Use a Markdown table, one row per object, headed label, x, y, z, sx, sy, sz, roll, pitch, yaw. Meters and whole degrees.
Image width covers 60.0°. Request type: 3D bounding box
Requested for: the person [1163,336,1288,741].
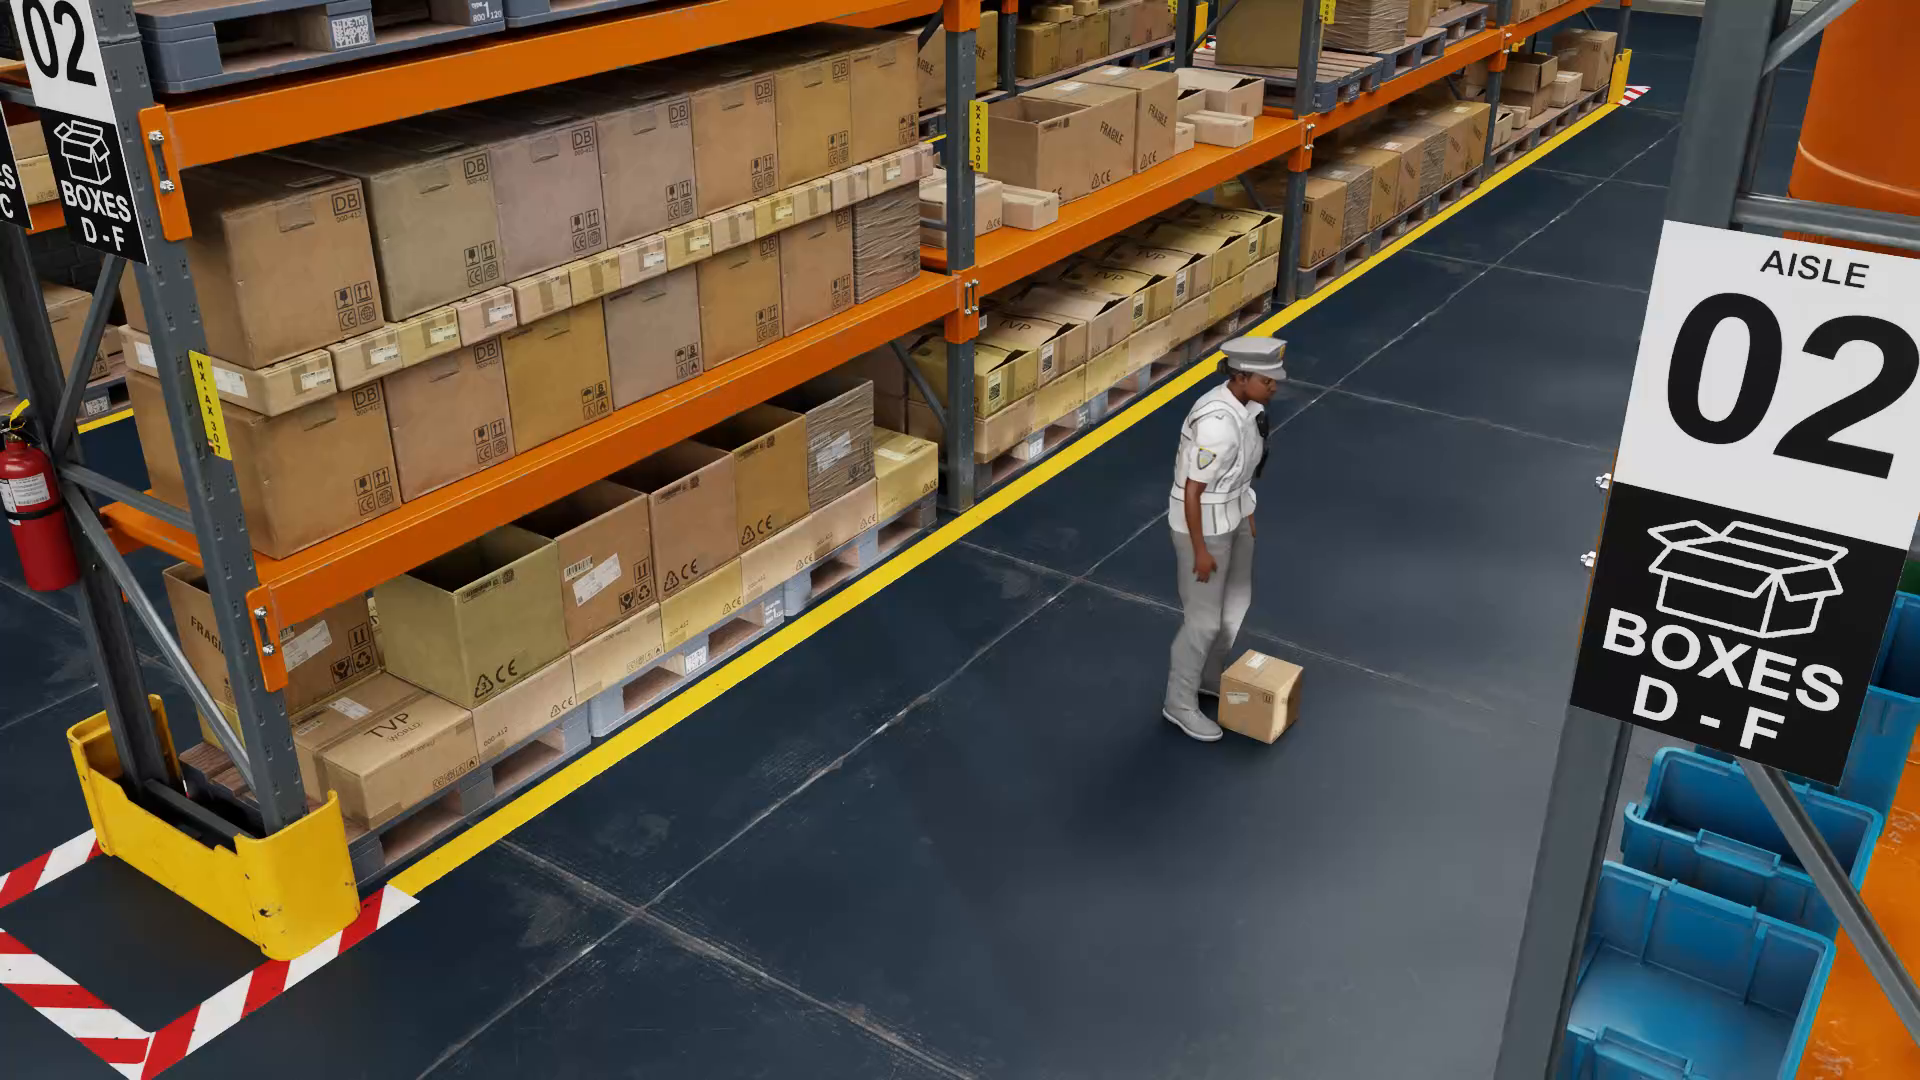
| label | x | y | z | sx | sy | sz | roll | pitch | yaw |
| --- | --- | --- | --- | --- | --- | --- | --- | --- | --- |
| person | 1.048 | -0.032 | 6.682 | 0.398 | 1.657 | 0.514 | 17 | 32 | 30 |
